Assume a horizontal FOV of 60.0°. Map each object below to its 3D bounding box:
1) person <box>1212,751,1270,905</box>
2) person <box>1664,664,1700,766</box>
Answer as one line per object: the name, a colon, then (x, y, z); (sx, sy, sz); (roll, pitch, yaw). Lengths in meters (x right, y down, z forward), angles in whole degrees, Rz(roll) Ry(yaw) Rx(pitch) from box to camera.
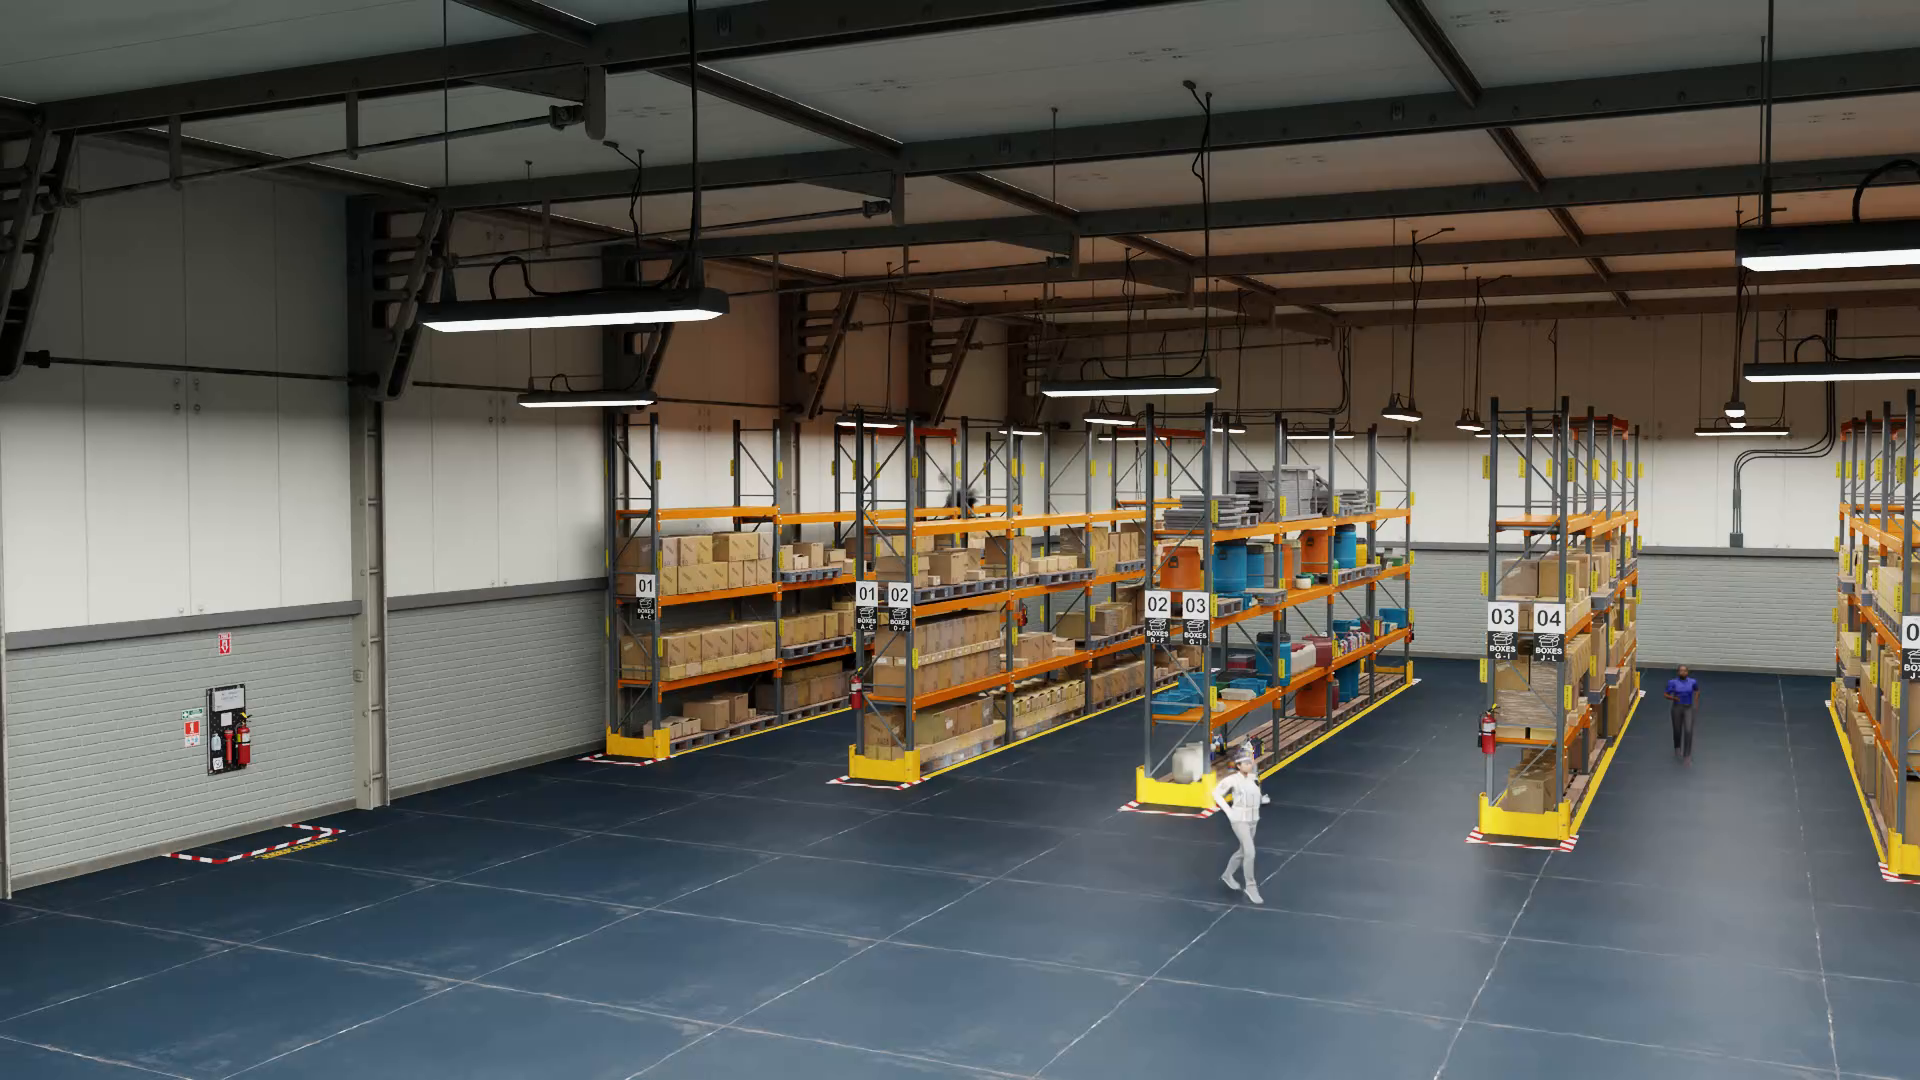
person: (3.312, 3.329, 19.458); (0.598, 1.740, 0.733); (-2, 3, -38)
person: (12.366, 2.959, 28.493); (0.580, 1.678, 0.904); (1, 3, 20)
